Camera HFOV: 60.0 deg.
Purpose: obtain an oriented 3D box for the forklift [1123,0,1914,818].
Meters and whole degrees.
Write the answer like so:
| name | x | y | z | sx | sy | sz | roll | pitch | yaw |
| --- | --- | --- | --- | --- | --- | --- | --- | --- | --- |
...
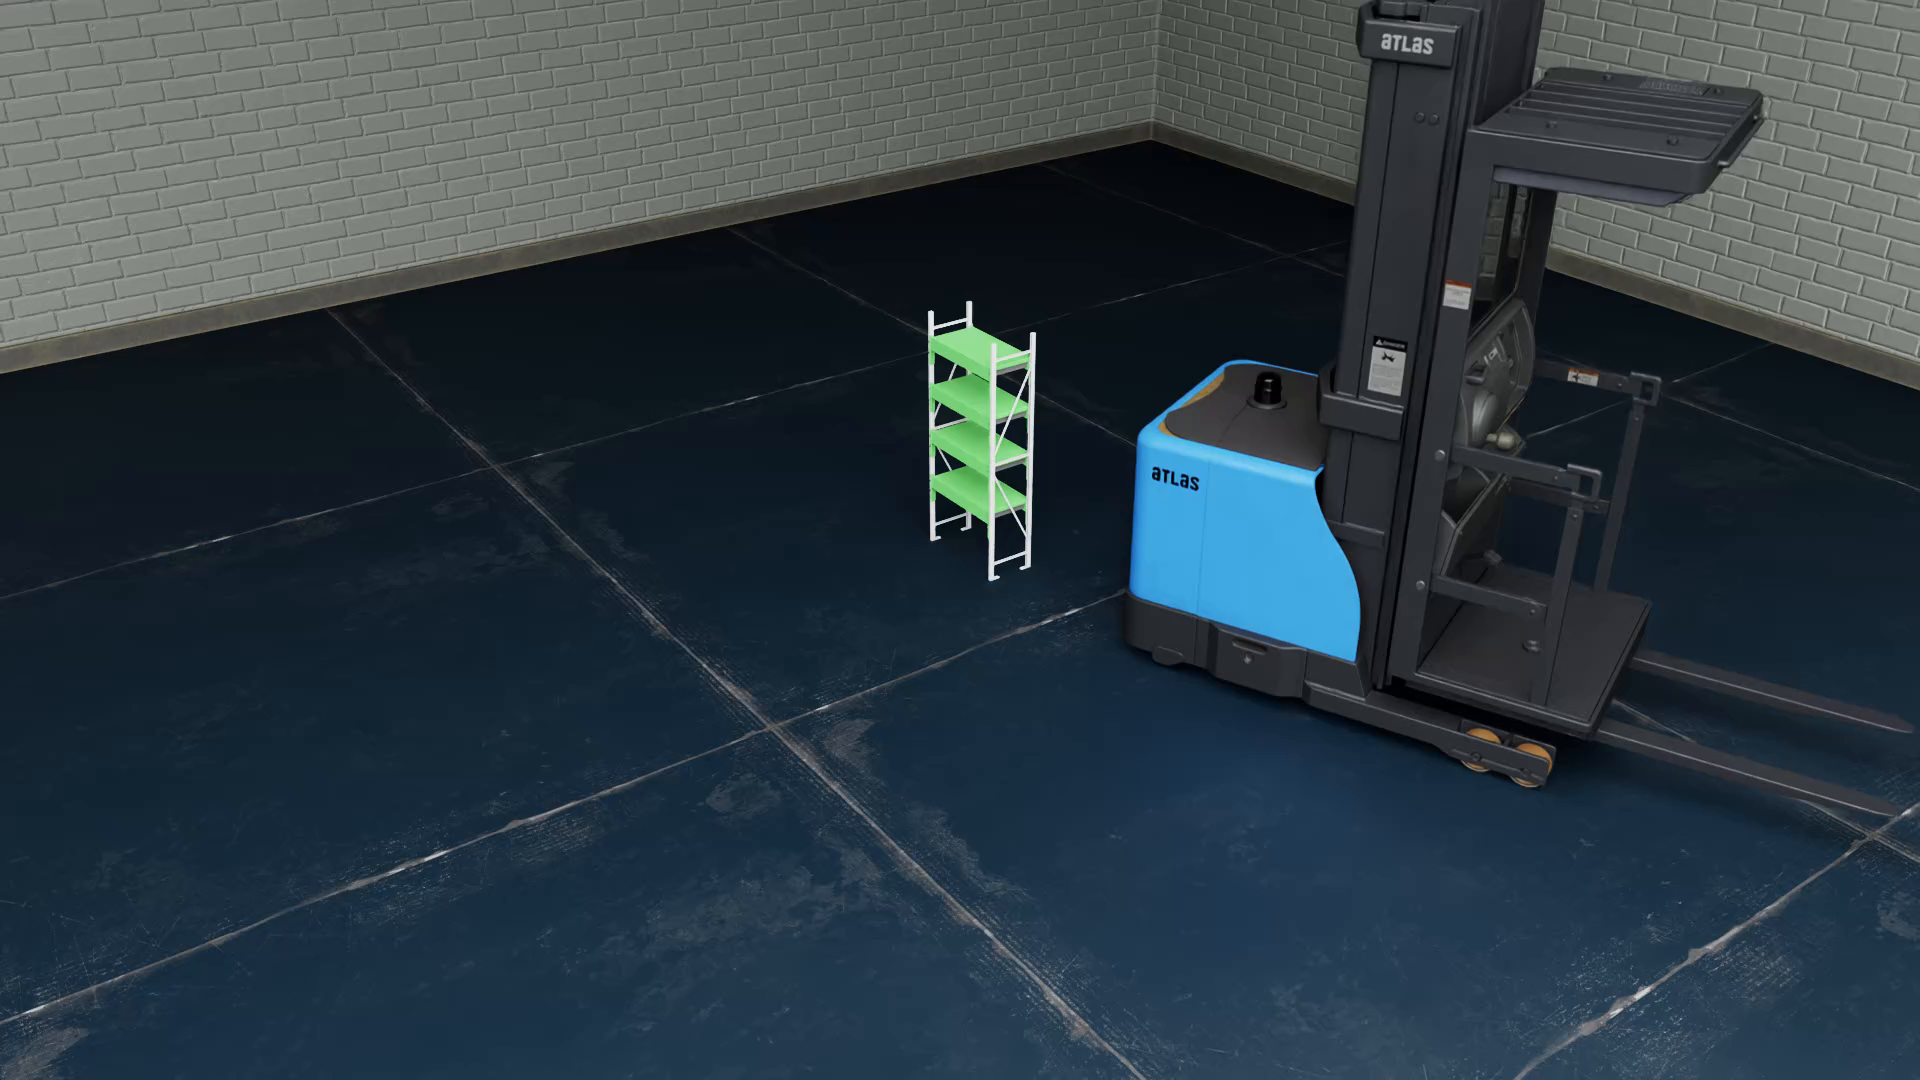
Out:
| name | x | y | z | sx | sy | sz | roll | pitch | yaw |
| --- | --- | --- | --- | --- | --- | --- | --- | --- | --- |
| forklift | 2.241 | -0.615 | 6.312 | 3.031 | 2.935 | 1.130 | 16 | 33 | 28 |

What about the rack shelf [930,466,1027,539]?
| name | x | y | z | sx | sy | sz | roll | pitch | yaw |
| --- | --- | --- | --- | --- | --- | --- | --- | --- | --- |
| rack shelf | 0.096 | -0.196 | 7.990 | 0.258 | 0.148 | 0.480 | -19 | 34 | -31 |

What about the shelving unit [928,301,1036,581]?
| name | x | y | z | sx | sy | sz | roll | pitch | yaw |
| --- | --- | --- | --- | --- | --- | --- | --- | --- | --- |
| shelving unit | 0.096 | -0.463 | 7.845 | 0.258 | 1.200 | 0.503 | -19 | 34 | -31 |

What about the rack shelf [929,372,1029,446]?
| name | x | y | z | sx | sy | sz | roll | pitch | yaw |
| --- | --- | --- | --- | --- | --- | --- | --- | --- | --- |
| rack shelf | 0.096 | -0.618 | 7.761 | 0.258 | 0.148 | 0.480 | -19 | 34 | -31 |

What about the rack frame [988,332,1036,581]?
| name | x | y | z | sx | sy | sz | roll | pitch | yaw |
| --- | --- | --- | --- | --- | --- | --- | --- | --- | --- |
| rack frame | 0.238 | -0.368 | 7.670 | 0.240 | 1.200 | 0.015 | -19 | 34 | -31 |

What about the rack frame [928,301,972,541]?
| name | x | y | z | sx | sy | sz | roll | pitch | yaw |
| --- | --- | --- | --- | --- | --- | --- | --- | --- | --- |
| rack frame | -0.046 | -0.558 | 8.020 | 0.240 | 1.200 | 0.015 | -19 | 34 | -31 |

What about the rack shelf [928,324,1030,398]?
| name | x | y | z | sx | sy | sz | roll | pitch | yaw |
| --- | --- | --- | --- | --- | --- | --- | --- | --- | --- |
| rack shelf | 0.096 | -0.829 | 7.647 | 0.258 | 0.148 | 0.480 | -19 | 34 | -31 |

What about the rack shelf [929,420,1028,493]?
| name | x | y | z | sx | sy | sz | roll | pitch | yaw |
| --- | --- | --- | --- | --- | --- | --- | --- | --- | --- |
| rack shelf | 0.096 | -0.407 | 7.876 | 0.258 | 0.148 | 0.480 | -19 | 34 | -31 |
